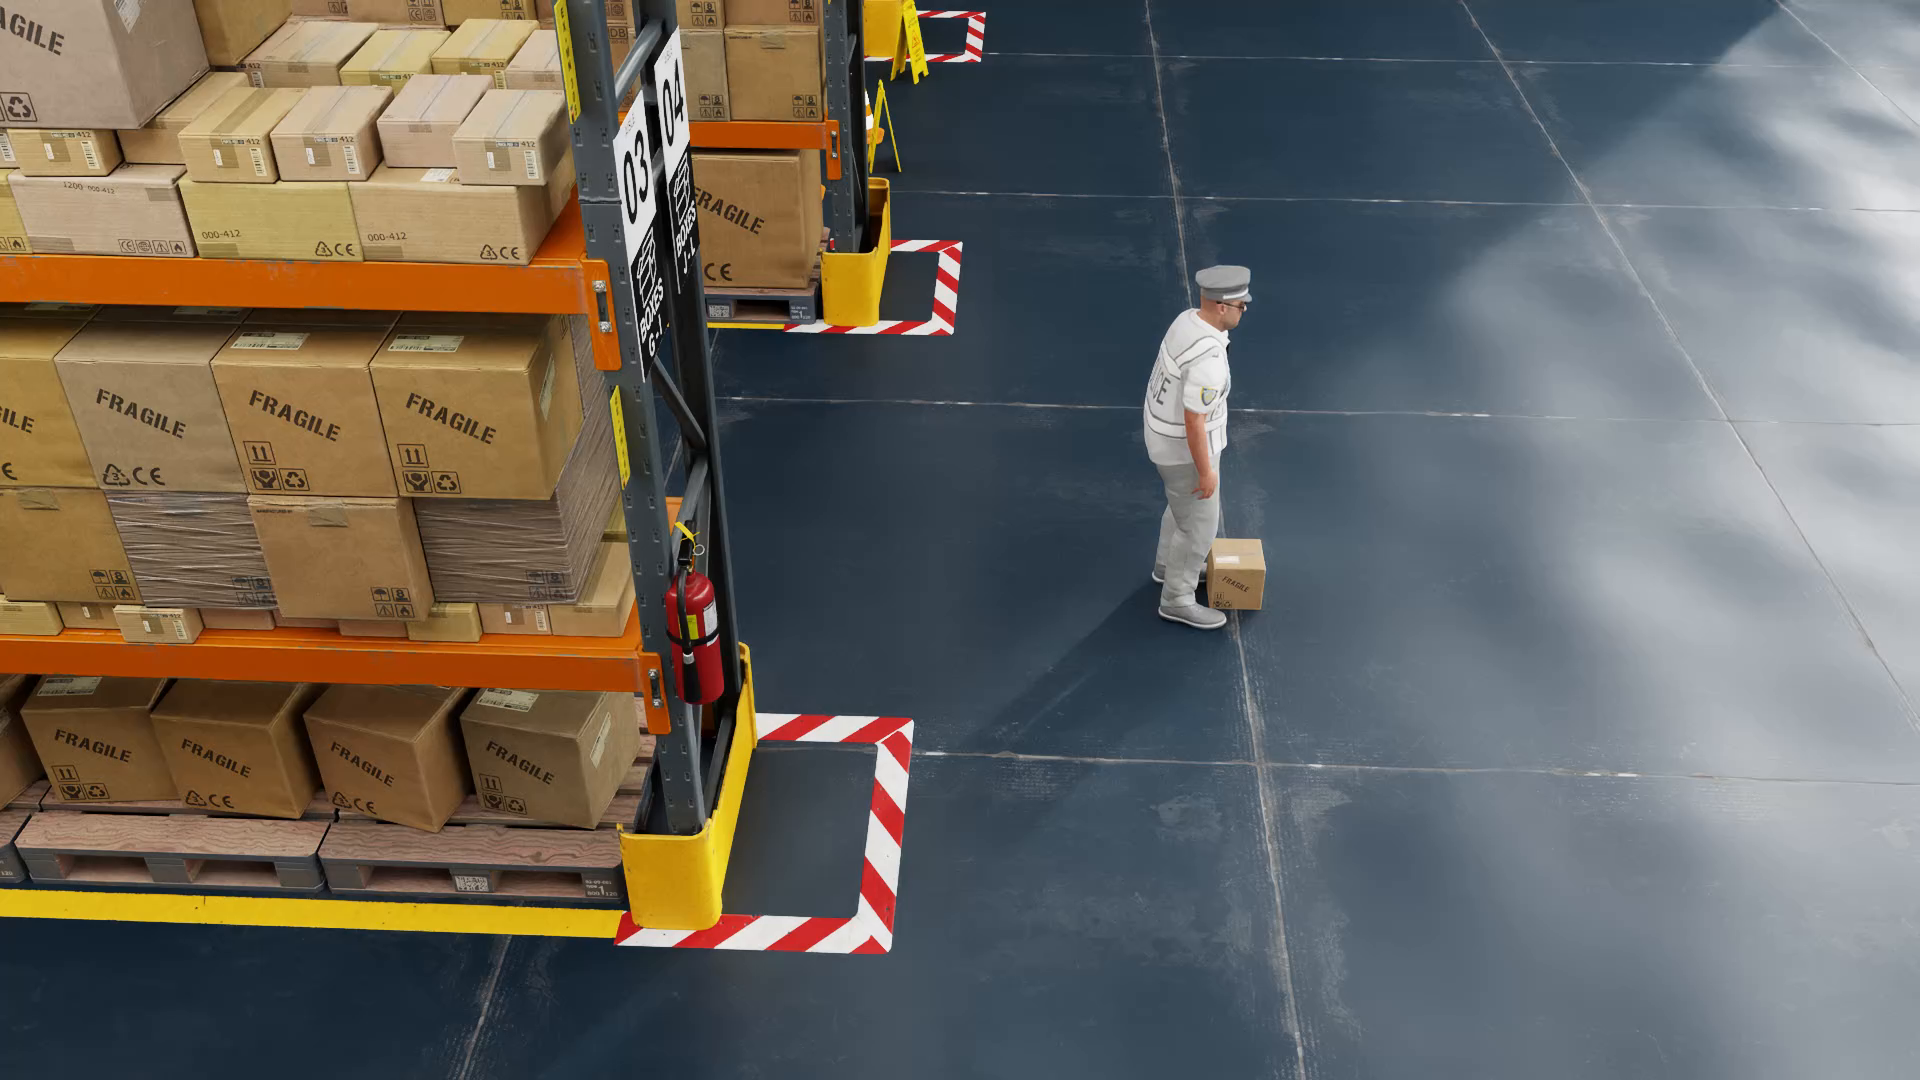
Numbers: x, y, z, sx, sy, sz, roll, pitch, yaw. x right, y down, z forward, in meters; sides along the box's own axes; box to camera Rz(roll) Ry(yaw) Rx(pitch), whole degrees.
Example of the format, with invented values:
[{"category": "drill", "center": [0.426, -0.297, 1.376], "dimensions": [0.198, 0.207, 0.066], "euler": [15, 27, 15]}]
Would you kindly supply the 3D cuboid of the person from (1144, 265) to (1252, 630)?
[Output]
[{"category": "person", "center": [1.073, -0.447, 7.739], "dimensions": [0.437, 1.746, 0.594], "euler": [0, 35, -1]}]
